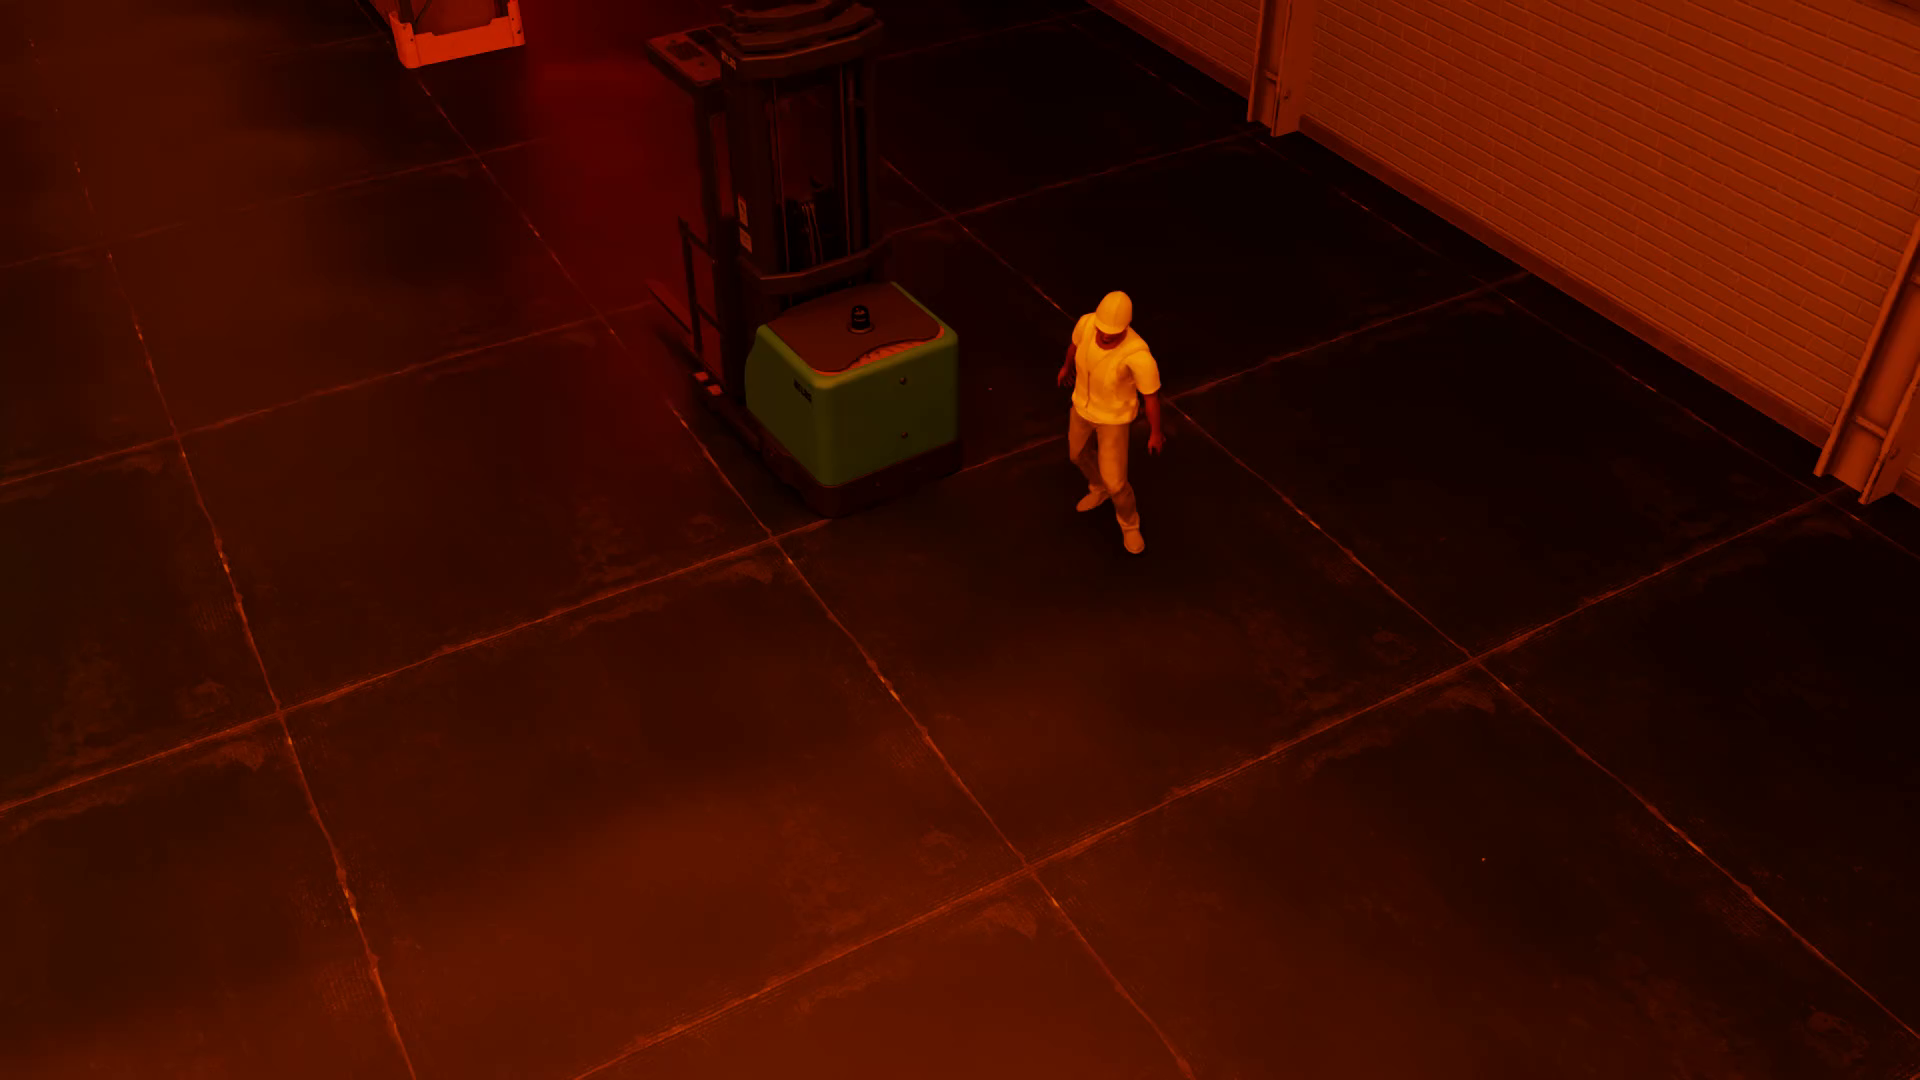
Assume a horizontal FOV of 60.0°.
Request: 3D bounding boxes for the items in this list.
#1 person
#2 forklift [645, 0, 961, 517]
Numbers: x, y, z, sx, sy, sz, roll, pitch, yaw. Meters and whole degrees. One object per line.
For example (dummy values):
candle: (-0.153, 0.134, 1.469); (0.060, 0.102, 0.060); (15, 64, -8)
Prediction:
person: (0.872, -0.795, 9.982); (0.481, 1.737, 0.903); (-27, 47, -28)
forklift: (-1.219, -2.178, 10.662); (1.130, 2.935, 3.031); (-23, 45, -25)
